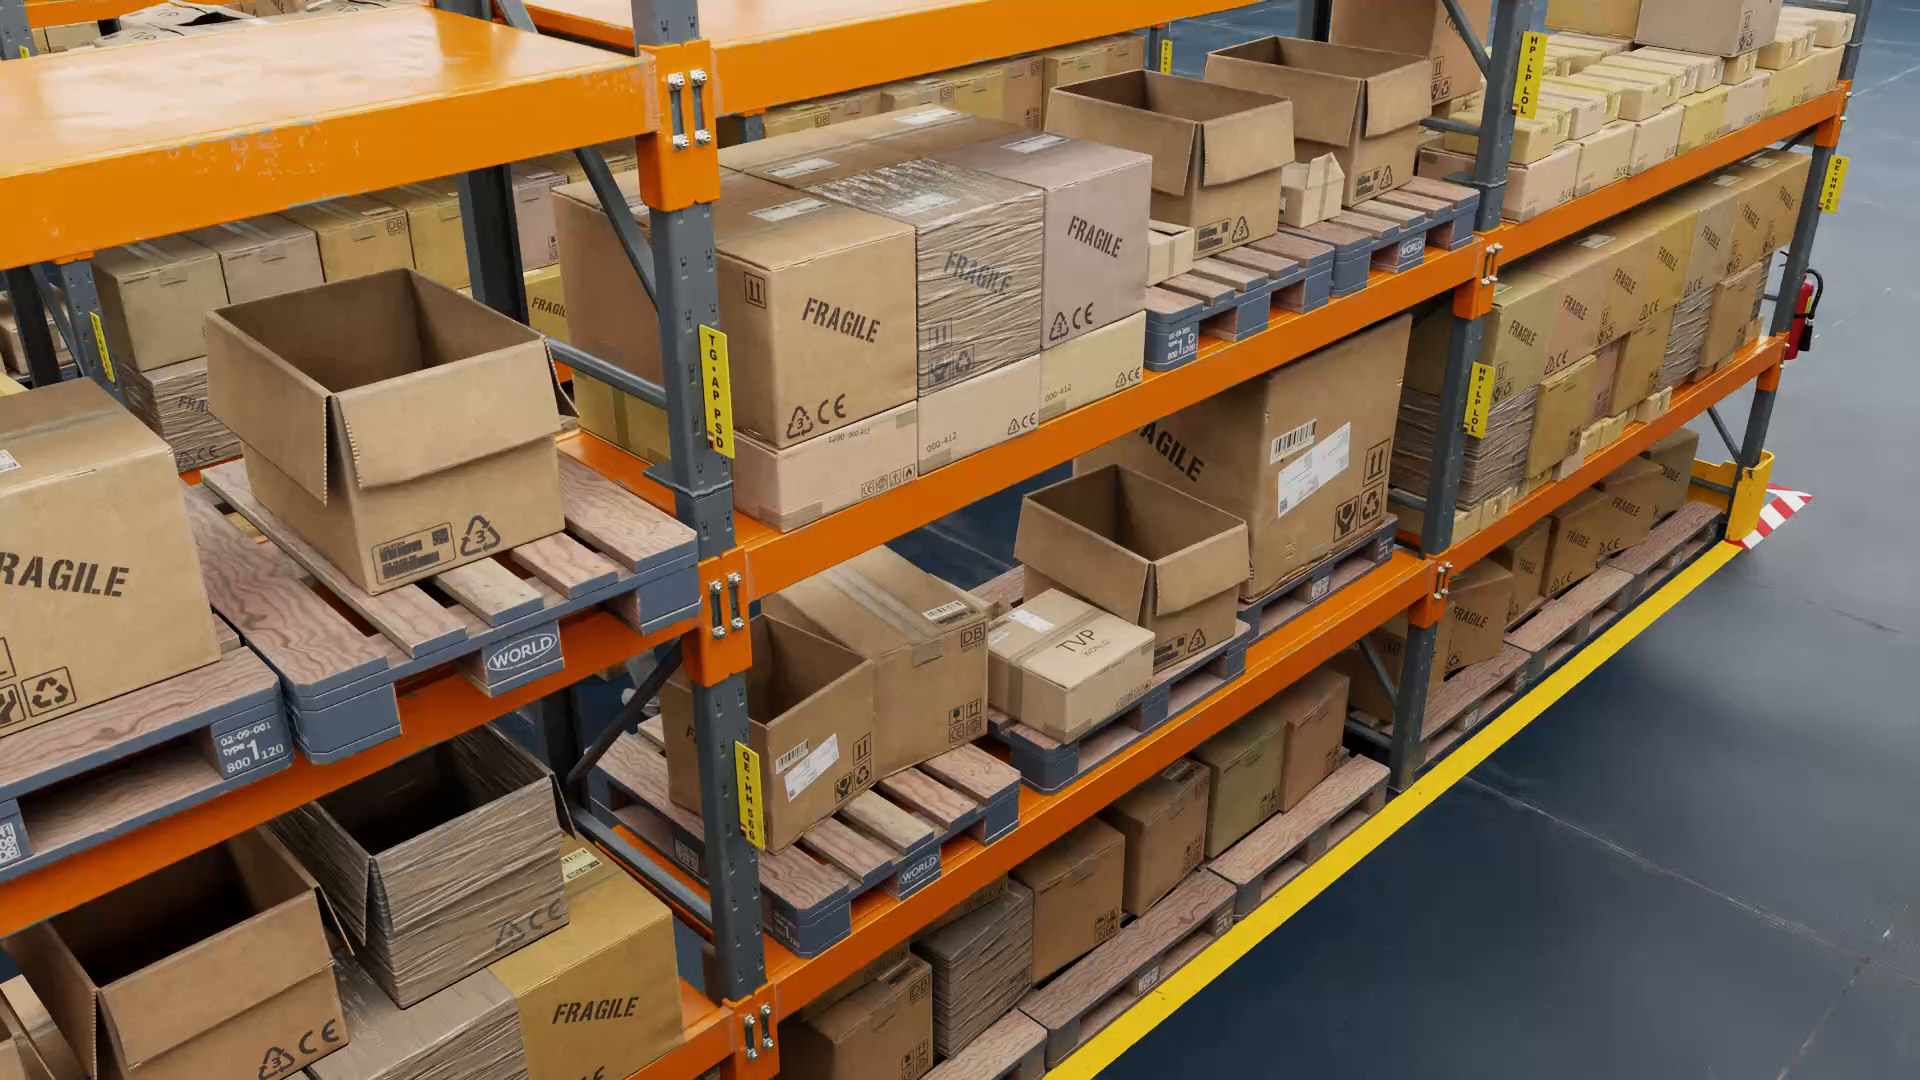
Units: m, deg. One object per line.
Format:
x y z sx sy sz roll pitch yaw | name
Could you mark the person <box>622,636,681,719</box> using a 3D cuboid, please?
-1.608 0.096 8.468 0.591 1.716 0.453 -24 36 -38 | person
